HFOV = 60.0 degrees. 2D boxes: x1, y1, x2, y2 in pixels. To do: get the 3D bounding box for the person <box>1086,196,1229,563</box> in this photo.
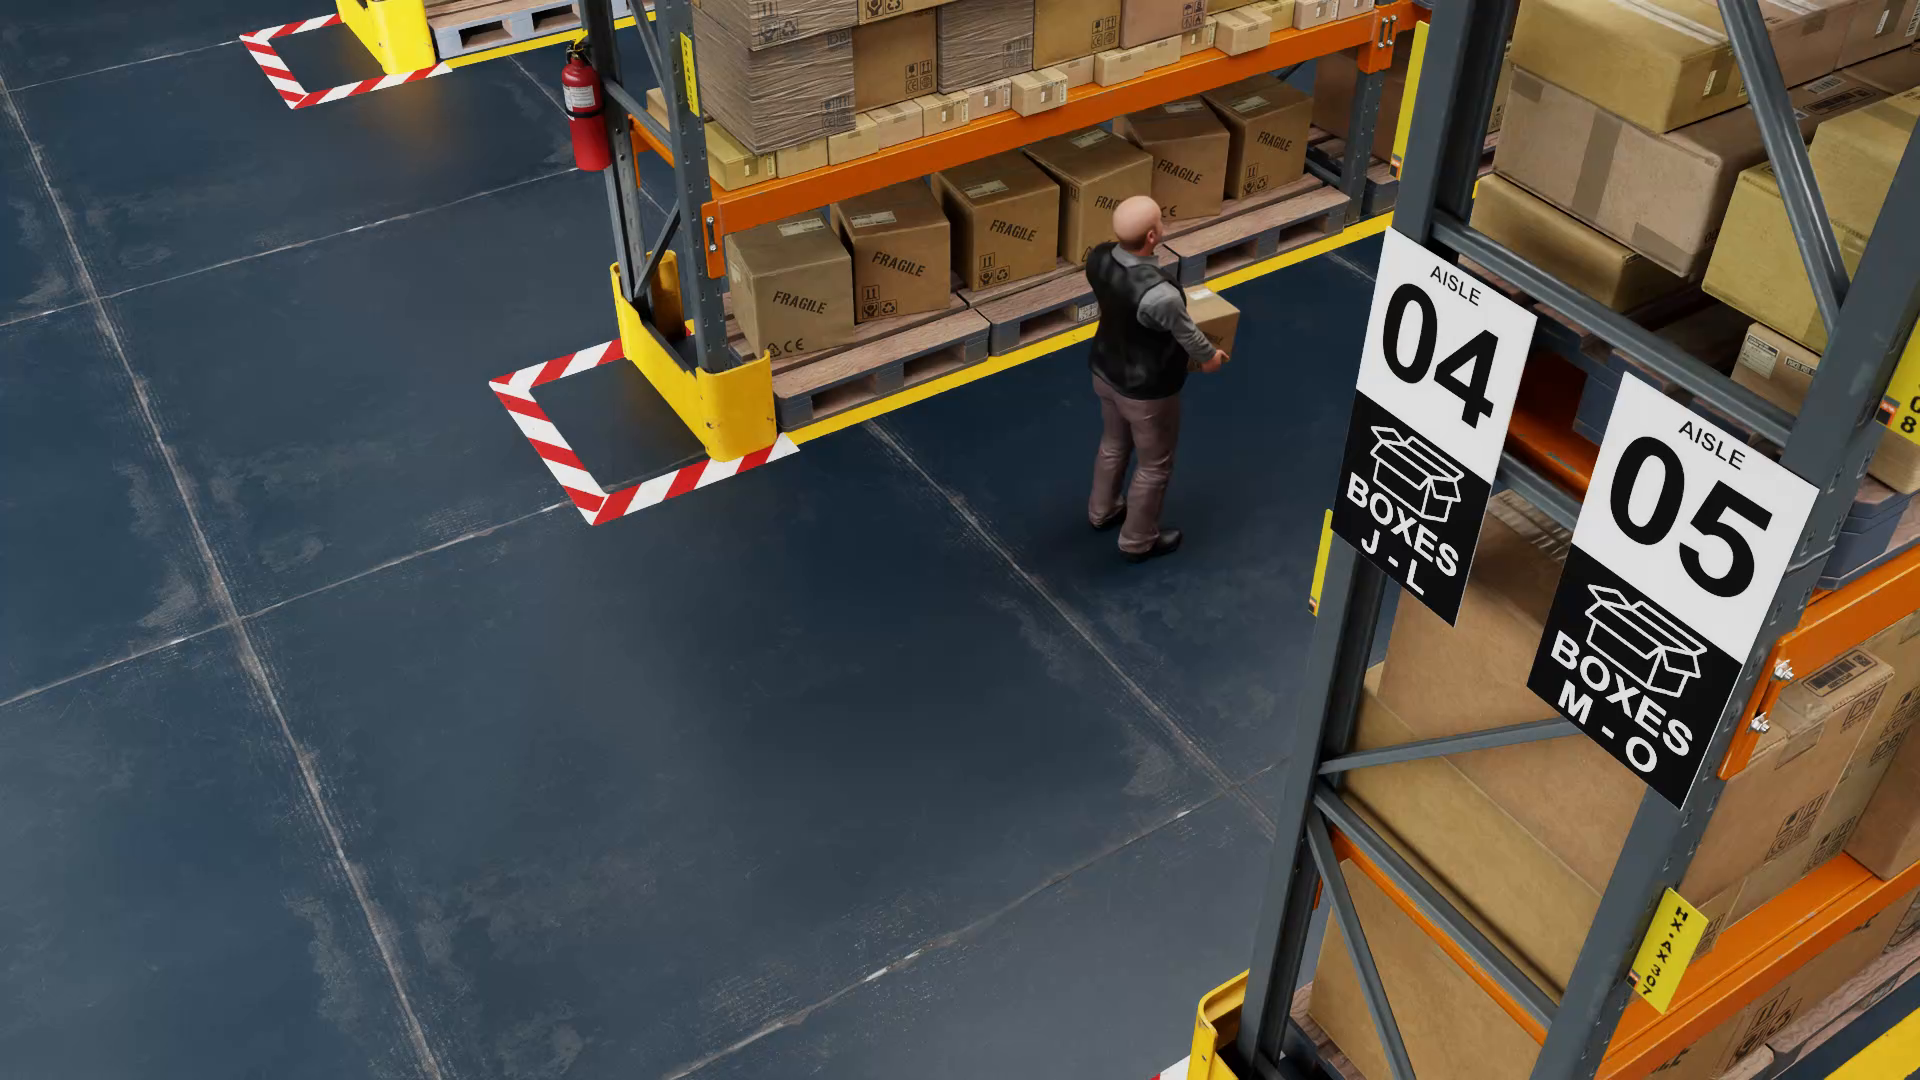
[{"bbox_3d":[0.815,-0.708,7.008,0.550,1.716,0.498,-23,45,-24],"label":"person"}]
